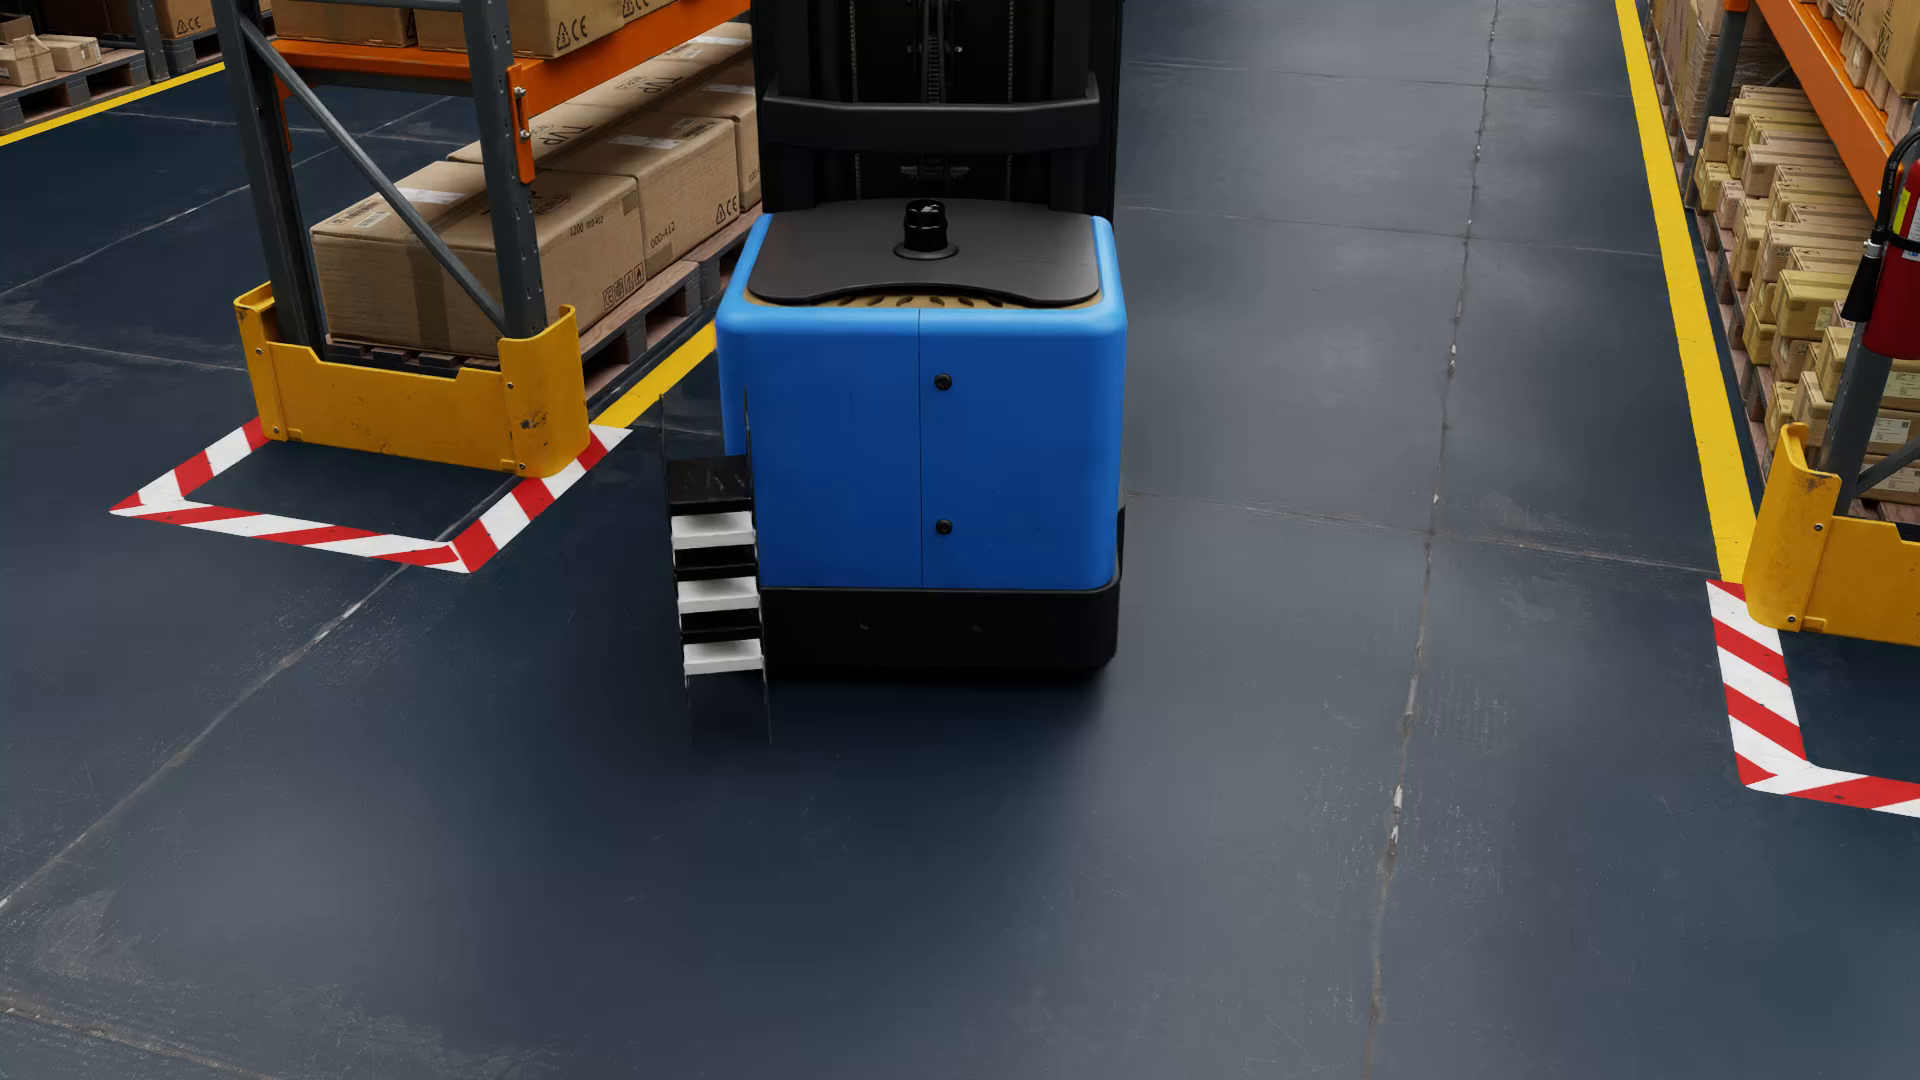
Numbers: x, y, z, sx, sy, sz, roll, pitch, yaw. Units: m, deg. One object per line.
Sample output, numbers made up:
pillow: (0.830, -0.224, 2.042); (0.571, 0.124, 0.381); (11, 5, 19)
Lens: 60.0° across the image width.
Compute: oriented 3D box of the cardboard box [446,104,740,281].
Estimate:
cardboard box: (-1.528, -1.496, 7.057); (0.875, 0.438, 0.875); (9, 30, 16)

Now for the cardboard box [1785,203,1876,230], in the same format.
cardboard box: (15.729, -10.700, 14.693); (18.148, 8.504, 30.398); (7, 30, 13)

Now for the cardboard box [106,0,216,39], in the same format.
cardboard box: (-5.101, -3.534, 10.656); (0.500, 0.500, 0.500); (10, 31, 17)

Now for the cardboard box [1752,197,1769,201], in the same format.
cardboard box: (3.426, -1.330, 6.751); (0.380, 0.149, 0.250); (10, 31, 17)

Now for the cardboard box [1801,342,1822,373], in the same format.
cardboard box: (2.885, -0.492, 5.244); (0.380, 0.149, 0.250); (8, 30, 14)

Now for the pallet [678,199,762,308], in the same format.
pallet: (-1.367, -1.414, 7.574); (1.003, 0.211, 1.213); (8, 30, 15)

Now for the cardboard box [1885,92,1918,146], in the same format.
cardboard box: (2.701, -1.107, 4.413); (0.380, 0.149, 0.250); (9, 30, 15)

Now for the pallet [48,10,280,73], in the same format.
pallet: (-5.256, -3.415, 11.171); (1.003, 0.211, 1.213); (8, 30, 15)

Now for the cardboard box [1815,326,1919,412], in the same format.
cardboard box: (2.788, -0.505, 4.960); (0.380, 0.149, 0.250); (9, 30, 15)

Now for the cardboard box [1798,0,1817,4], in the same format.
cardboard box: (3.313, -2.070, 6.144); (0.380, 0.149, 0.250); (10, 31, 17)

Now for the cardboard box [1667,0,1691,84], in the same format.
cardboard box: (4.331, -2.831, 9.393); (0.500, 0.500, 0.500); (8, 30, 14)

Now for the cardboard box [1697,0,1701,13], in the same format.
cardboard box: (4.190, -2.922, 8.785); (0.500, 0.250, 0.500); (10, 31, 17)

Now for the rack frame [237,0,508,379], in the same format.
rack frame: (-1.890, -1.685, 5.193); (0.949, 2.616, 0.053); (8, 30, 15)

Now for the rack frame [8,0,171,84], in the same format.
rack frame: (-5.459, -4.250, 9.804); (1.000, 3.000, 0.127); (8, 30, 15)

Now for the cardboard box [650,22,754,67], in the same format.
cardboard box: (-0.999, -2.331, 8.558); (0.875, 0.438, 0.875); (8, 30, 14)

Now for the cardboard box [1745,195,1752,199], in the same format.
cardboard box: (3.529, -1.455, 6.974); (0.380, 0.149, 0.250); (7, 30, 12)

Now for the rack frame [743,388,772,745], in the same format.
rack frame: (-0.508, 0.079, 4.182); (0.006, 0.900, 0.240); (-4, 29, -8)

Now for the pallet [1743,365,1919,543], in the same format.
pallet: (3.170, -0.214, 5.418); (1.003, 0.211, 1.213); (8, 30, 15)

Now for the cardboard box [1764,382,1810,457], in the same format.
cardboard box: (2.809, -0.371, 5.332); (0.380, 0.149, 0.250); (9, 30, 16)

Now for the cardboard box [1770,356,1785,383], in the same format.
cardboard box: (3.029, -0.598, 5.740); (0.380, 0.149, 0.250); (9, 30, 15)

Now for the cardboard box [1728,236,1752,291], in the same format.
cardboard box: (3.293, -1.089, 6.623); (0.380, 0.149, 0.250); (8, 30, 14)

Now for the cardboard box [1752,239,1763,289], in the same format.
cardboard box: (3.141, -0.979, 6.120); (0.380, 0.149, 0.250); (10, 31, 17)

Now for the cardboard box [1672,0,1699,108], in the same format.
cardboard box: (4.177, -2.593, 8.965); (0.500, 0.500, 0.500); (8, 30, 14)

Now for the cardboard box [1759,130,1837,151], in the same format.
cardboard box: (3.531, -1.582, 6.898); (0.380, 0.149, 0.250); (8, 30, 14)

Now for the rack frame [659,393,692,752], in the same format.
rack frame: (-0.709, 0.095, 4.154); (0.006, 0.900, 0.240); (-4, 29, -8)

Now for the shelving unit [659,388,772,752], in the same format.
shelving unit: (5.356, -3.784, 7.887); (13.591, 4.044, 8.543); (-4, 29, -8)

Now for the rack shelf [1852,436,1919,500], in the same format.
rack shelf: (2.878, -1.024, 4.006); (0.949, 2.616, 0.053); (8, 30, 15)

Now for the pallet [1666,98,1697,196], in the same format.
pallet: (4.276, -2.027, 8.677); (1.003, 0.211, 1.213); (8, 30, 15)

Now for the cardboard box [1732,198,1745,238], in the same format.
cardboard box: (3.507, -1.326, 7.050); (0.380, 0.149, 0.250); (8, 30, 14)

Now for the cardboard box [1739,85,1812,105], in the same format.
cardboard box: (3.750, -1.951, 7.560); (0.380, 0.149, 0.250); (10, 31, 17)

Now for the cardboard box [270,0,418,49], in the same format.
cardboard box: (-1.998, -1.990, 5.639); (0.500, 0.500, 0.500); (9, 30, 15)

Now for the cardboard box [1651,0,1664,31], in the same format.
cardboard box: (1.953, -3.419, 8.815); (4.865, 2.090, 5.455); (9, 30, 16)

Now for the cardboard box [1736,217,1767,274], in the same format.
cardboard box: (3.195, -1.111, 6.357); (0.380, 0.149, 0.250); (9, 30, 15)

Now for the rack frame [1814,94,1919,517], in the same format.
rack frame: (2.875, -1.025, 4.007); (1.000, 3.000, 0.127); (8, 30, 15)

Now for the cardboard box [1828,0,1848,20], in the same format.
cardboard box: (3.057, -1.920, 5.207); (0.500, 0.500, 0.500); (9, 30, 15)

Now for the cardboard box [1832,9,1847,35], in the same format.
cardboard box: (3.225, -1.819, 5.692); (0.380, 0.149, 0.250); (9, 30, 16)

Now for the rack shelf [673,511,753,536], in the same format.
rack shelf: (5.359, -4.053, 7.749); (13.581, 3.440, 8.524); (-4, 29, -8)

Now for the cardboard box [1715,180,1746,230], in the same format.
cardboard box: (3.534, -1.452, 7.274); (0.380, 0.149, 0.250); (8, 30, 15)

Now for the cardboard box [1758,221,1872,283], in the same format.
cardboard box: (3.034, -0.996, 5.843); (0.380, 0.149, 0.250); (10, 31, 17)

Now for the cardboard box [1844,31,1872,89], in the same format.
cardboard box: (2.921, -1.458, 5.043); (0.380, 0.149, 0.250); (9, 30, 16)

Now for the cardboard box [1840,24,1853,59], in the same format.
cardboard box: (3.027, -1.576, 5.256); (0.380, 0.149, 0.250); (7, 30, 13)

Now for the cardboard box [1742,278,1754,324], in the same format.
cardboard box: (3.143, -0.850, 6.192); (0.380, 0.149, 0.250); (9, 30, 16)

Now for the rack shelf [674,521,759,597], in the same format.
rack shelf: (-0.608, 0.037, 4.140); (0.200, 0.077, 0.258); (-4, 29, -8)

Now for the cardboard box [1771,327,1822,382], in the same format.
cardboard box: (2.908, -0.620, 5.474); (0.380, 0.149, 0.250); (7, 30, 13)

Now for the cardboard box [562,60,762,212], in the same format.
cardboard box: (-1.261, -1.914, 7.810); (0.875, 0.438, 0.875); (8, 30, 13)

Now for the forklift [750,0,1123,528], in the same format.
forklift: (-3.200, -4.190, 7.424); (7.933, 5.209, 9.201); (1, 29, 1)

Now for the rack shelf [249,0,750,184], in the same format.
rack shelf: (-1.299, -2.299, 7.038); (1.077, 0.370, 4.000); (8, 30, 15)

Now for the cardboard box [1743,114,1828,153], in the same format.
cardboard box: (3.585, -1.707, 7.121); (0.392, 0.149, 0.269); (10, 30, 17)

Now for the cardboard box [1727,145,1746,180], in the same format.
cardboard box: (3.648, -1.698, 7.412); (0.380, 0.149, 0.250); (9, 30, 15)

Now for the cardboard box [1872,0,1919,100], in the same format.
cardboard box: (2.761, -1.444, 4.352); (0.500, 0.500, 0.500); (9, 30, 16)

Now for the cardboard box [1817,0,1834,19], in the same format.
cardboard box: (3.279, -1.939, 5.908); (0.380, 0.149, 0.250); (10, 31, 17)
